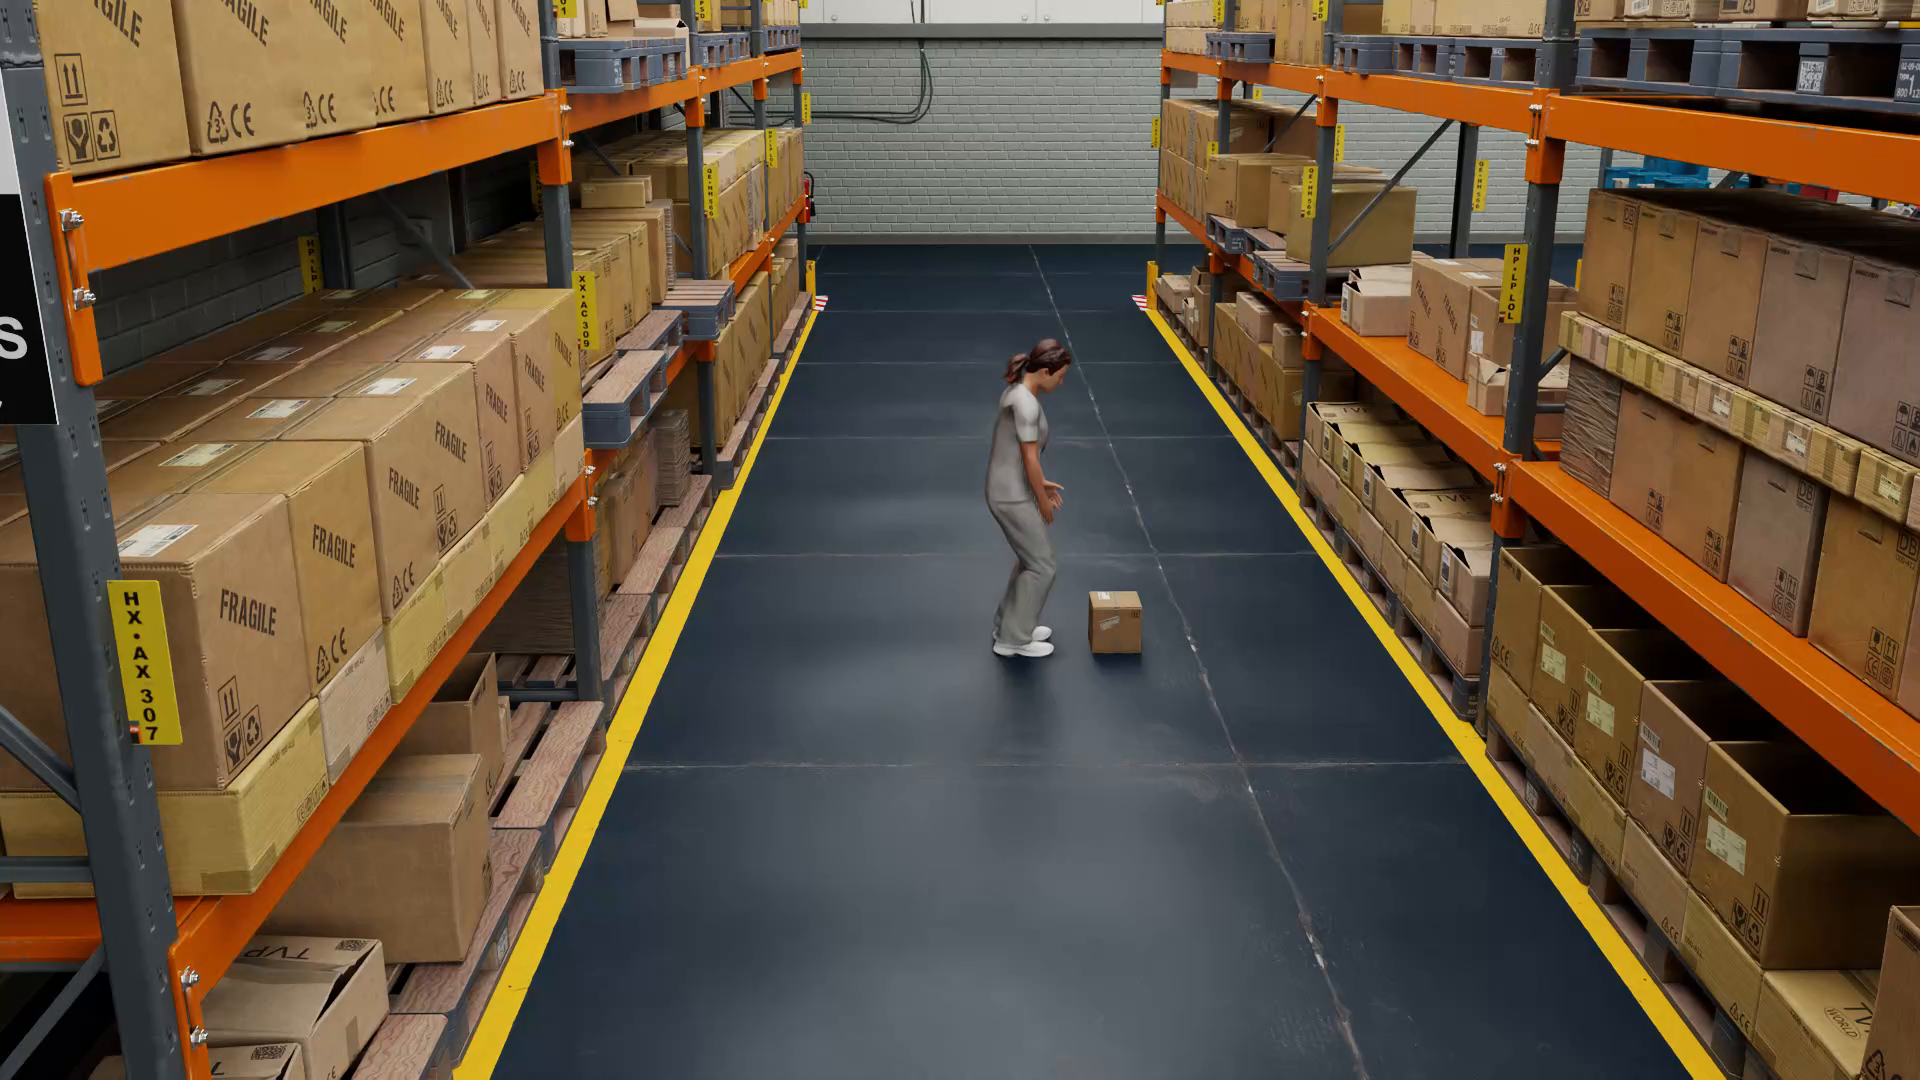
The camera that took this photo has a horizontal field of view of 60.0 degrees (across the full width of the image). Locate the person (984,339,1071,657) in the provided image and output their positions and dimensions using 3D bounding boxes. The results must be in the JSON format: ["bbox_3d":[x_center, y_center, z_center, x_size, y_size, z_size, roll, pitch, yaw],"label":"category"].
[{"bbox_3d":[0.336,-0.223,8.408,0.426,1.603,0.468,0,17,1],"label":"person"}]
